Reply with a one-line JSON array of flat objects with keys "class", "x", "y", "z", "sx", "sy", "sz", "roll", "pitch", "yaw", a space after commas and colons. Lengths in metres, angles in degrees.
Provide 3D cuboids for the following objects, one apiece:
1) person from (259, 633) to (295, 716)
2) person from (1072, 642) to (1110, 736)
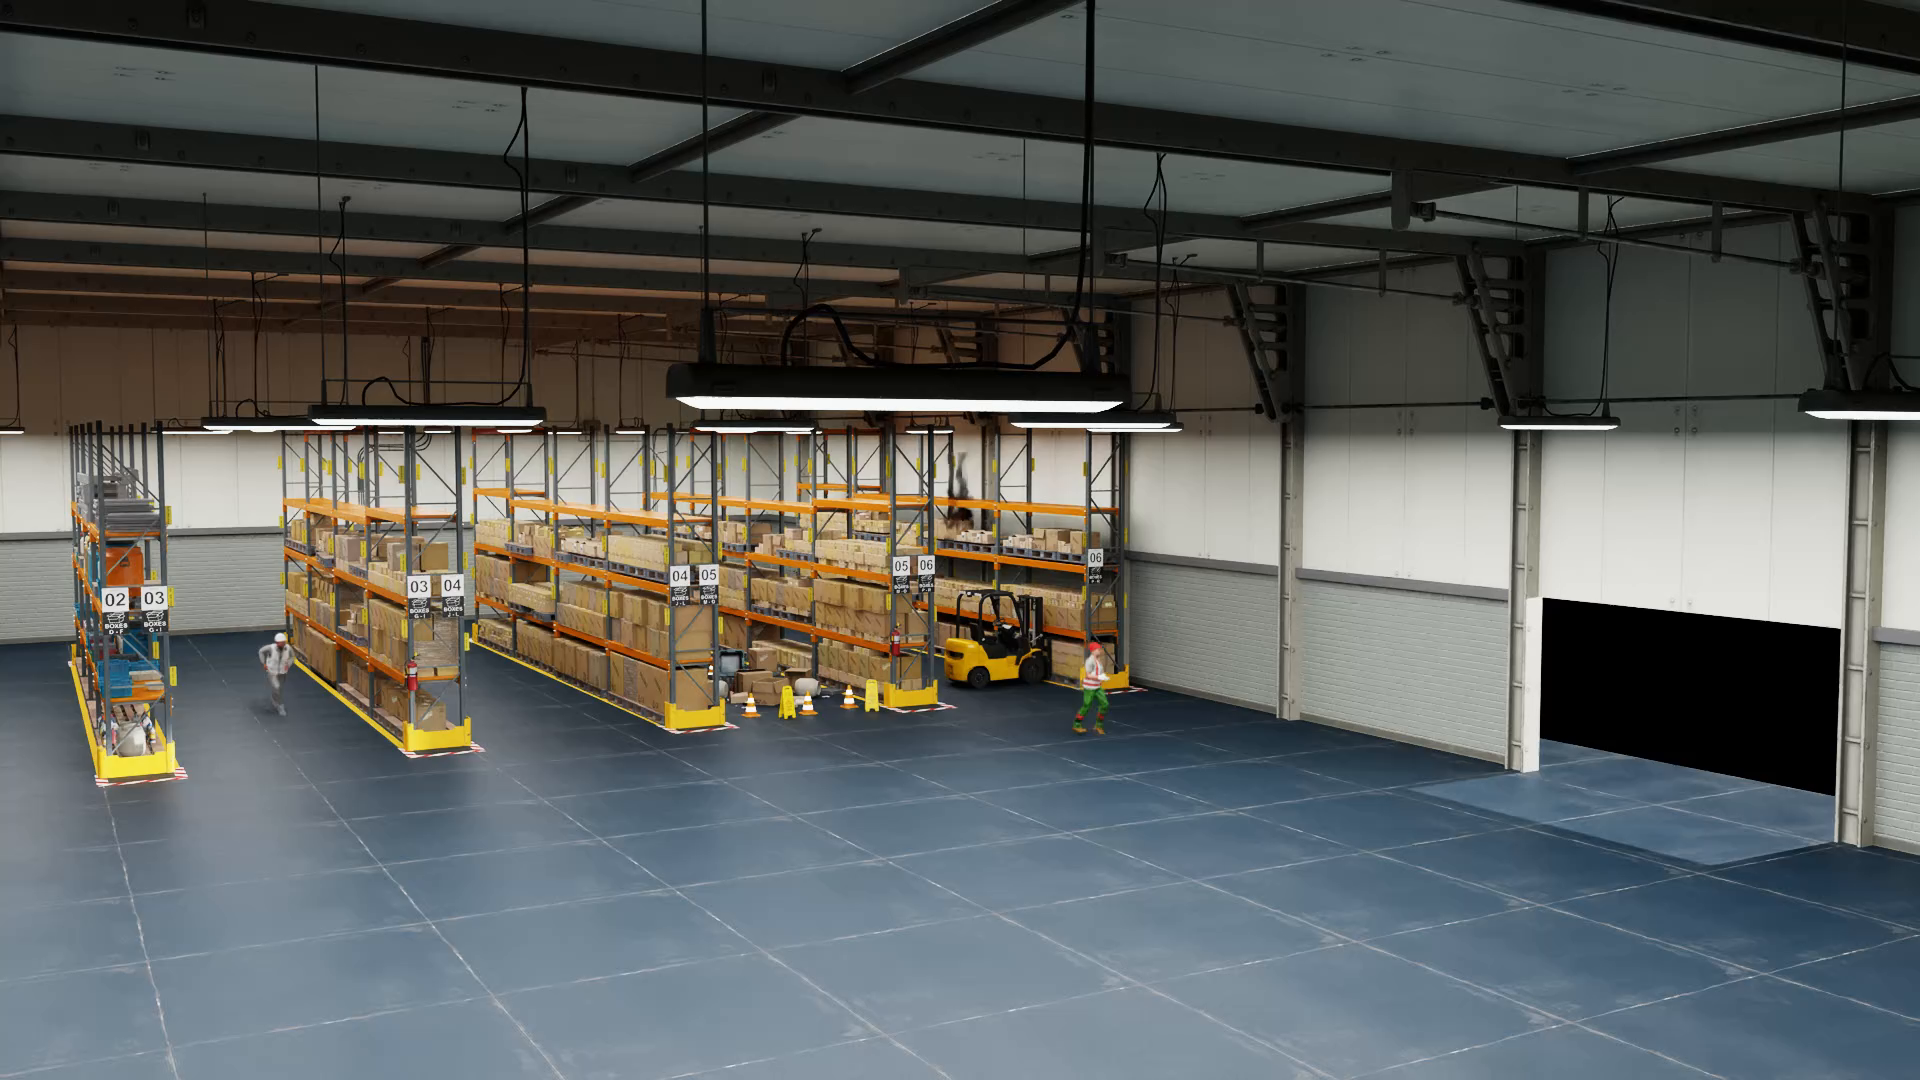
[{"class": "person", "x": -14.213, "y": 2.765, "z": 34.504, "sx": 0.639, "sy": 1.732, "sz": 1.050, "roll": -2, "pitch": 4, "yaw": -34}, {"class": "person", "x": 2.541, "y": 2.872, "z": 31.868, "sx": 0.805, "sy": 1.839, "sz": 0.595, "roll": 2, "pitch": 4, "yaw": 32}]
